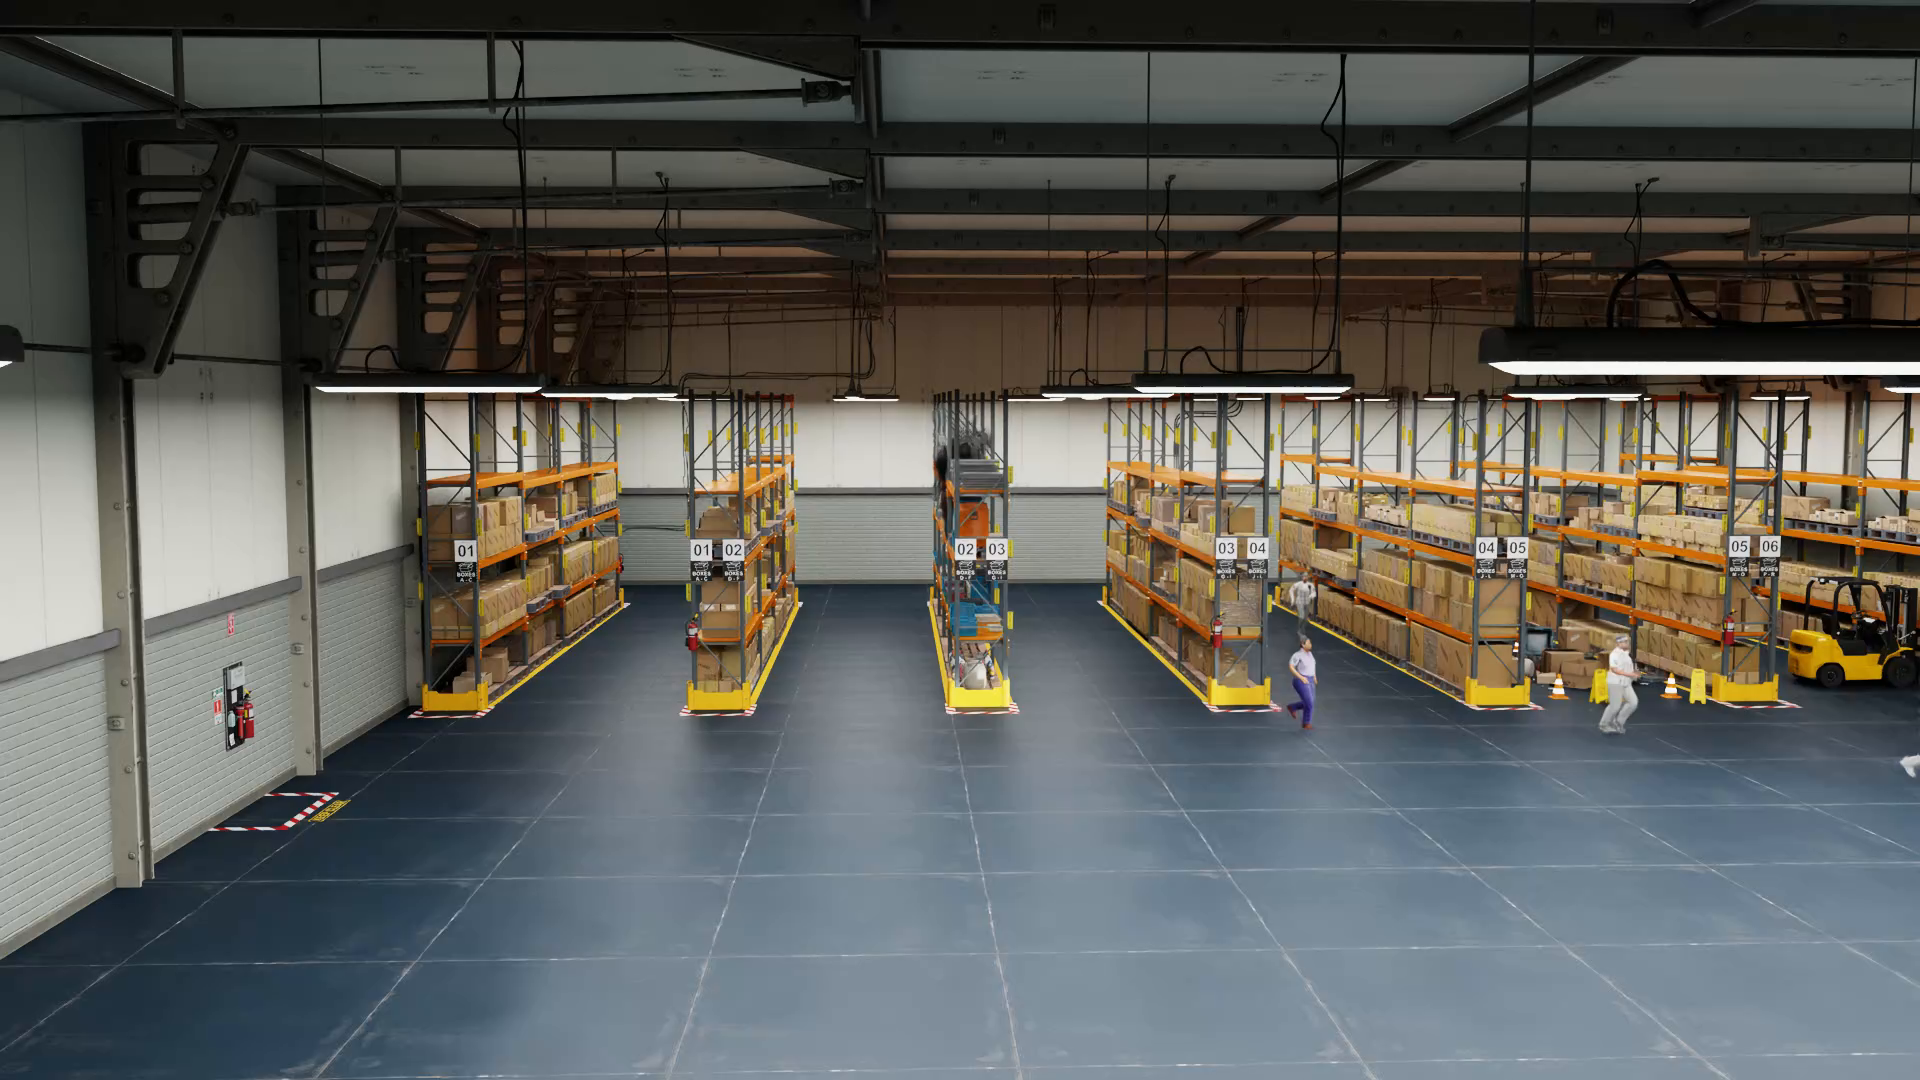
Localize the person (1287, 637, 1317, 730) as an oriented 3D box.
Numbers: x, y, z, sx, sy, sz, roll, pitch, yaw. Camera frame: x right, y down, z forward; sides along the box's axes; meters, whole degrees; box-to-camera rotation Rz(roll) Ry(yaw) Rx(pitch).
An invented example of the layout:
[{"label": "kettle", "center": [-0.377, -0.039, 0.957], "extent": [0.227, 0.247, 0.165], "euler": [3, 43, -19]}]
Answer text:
[{"label": "person", "center": [6.065, 2.533, 29.522], "extent": [0.696, 1.632, 0.634], "euler": [5, 7, 45]}]

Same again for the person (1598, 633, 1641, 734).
[{"label": "person", "center": [11.473, 2.512, 28.825], "extent": [0.683, 1.822, 0.718], "euler": [-4, 6, -43]}]

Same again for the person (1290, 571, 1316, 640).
[{"label": "person", "center": [8.348, 1.594, 40.392], "extent": [0.574, 1.709, 0.783], "euler": [0, 5, -4]}]

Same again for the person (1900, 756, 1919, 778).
[{"label": "person", "center": [14.509, 2.842, 24.849], "extent": [0.756, 1.750, 0.661], "euler": [3, 5, 31]}]
